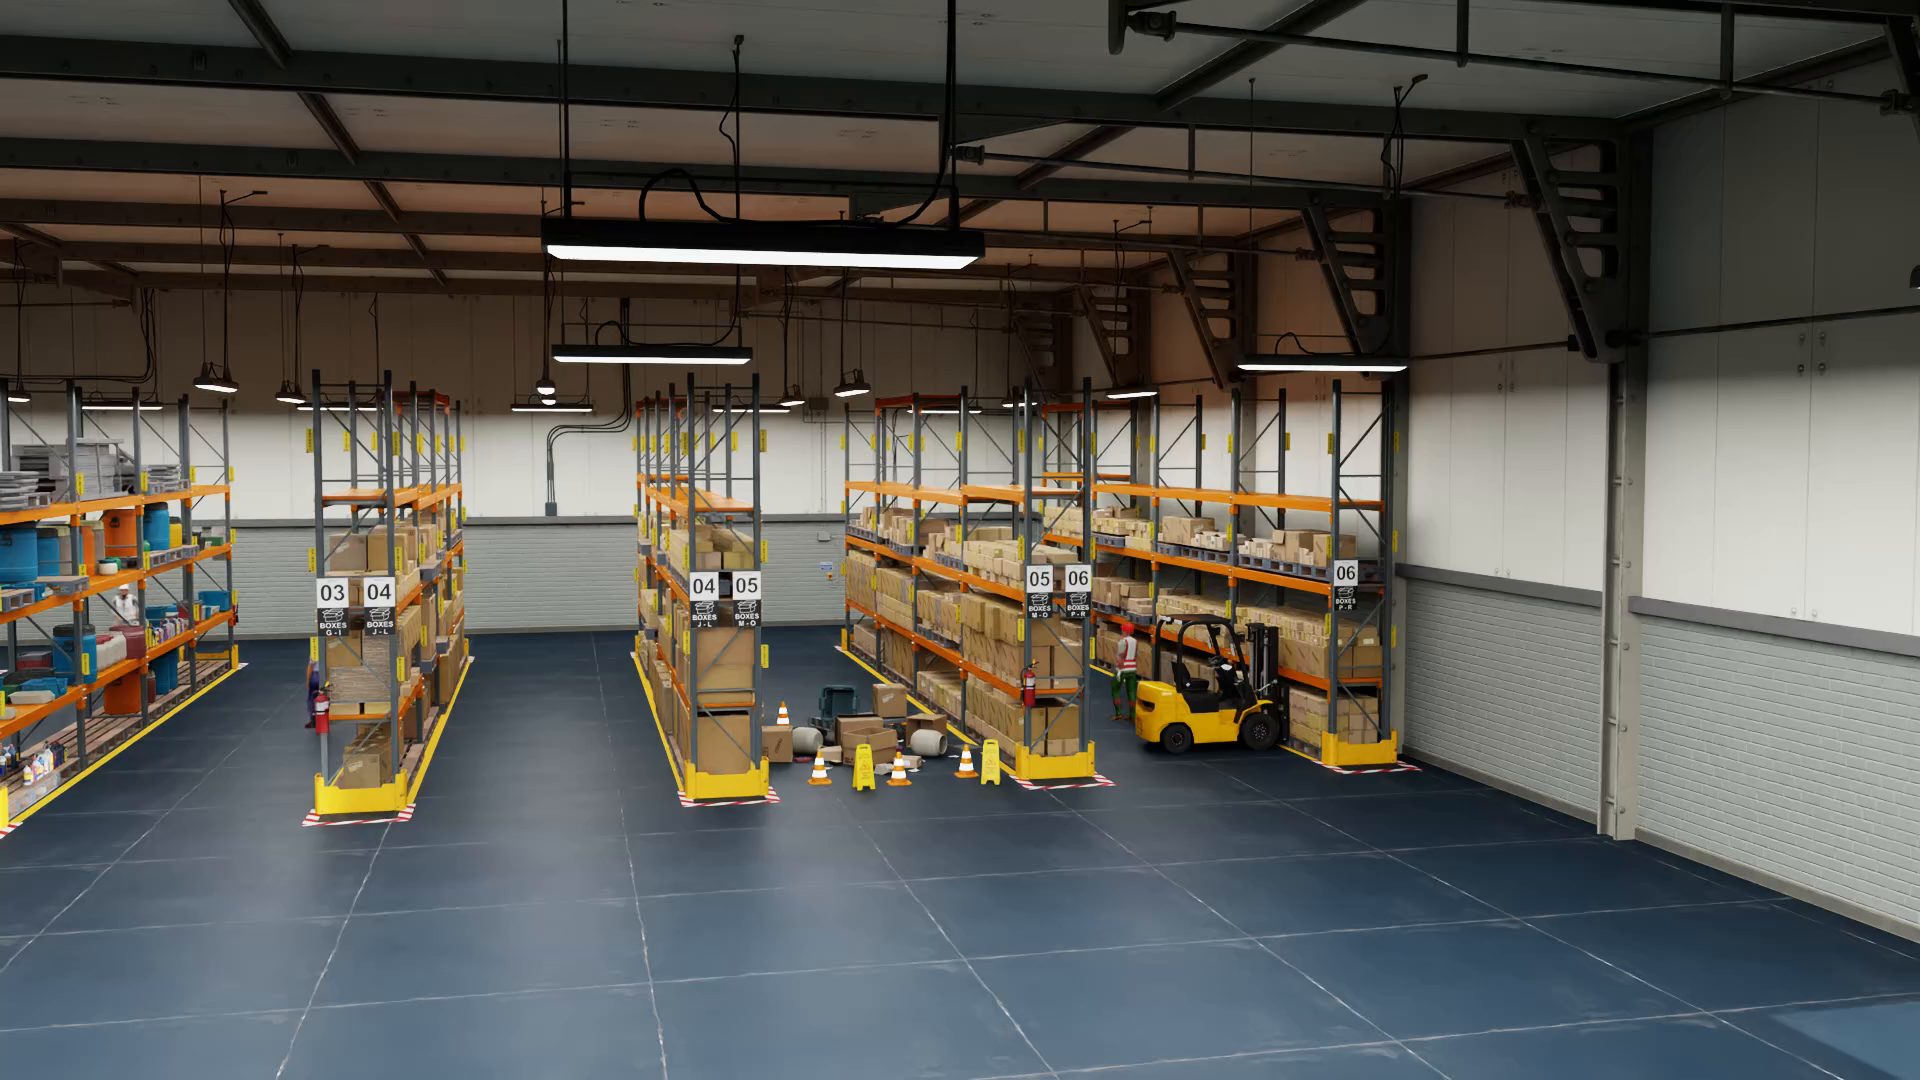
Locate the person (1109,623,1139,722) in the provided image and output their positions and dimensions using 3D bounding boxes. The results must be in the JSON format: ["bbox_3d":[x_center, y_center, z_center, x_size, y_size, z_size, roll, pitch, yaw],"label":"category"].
[{"bbox_3d":[3.014,2.392,29.923,0.543,1.808,0.542,-1,4,-24],"label":"person"}]

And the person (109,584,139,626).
[{"bbox_3d":[-19.943,1.866,39.786,0.616,1.681,0.723,0,3,-3],"label":"person"}]

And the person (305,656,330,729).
[{"bbox_3d":[-11.190,2.492,29.143,0.561,1.649,0.434,-1,3,-18],"label":"person"}]
